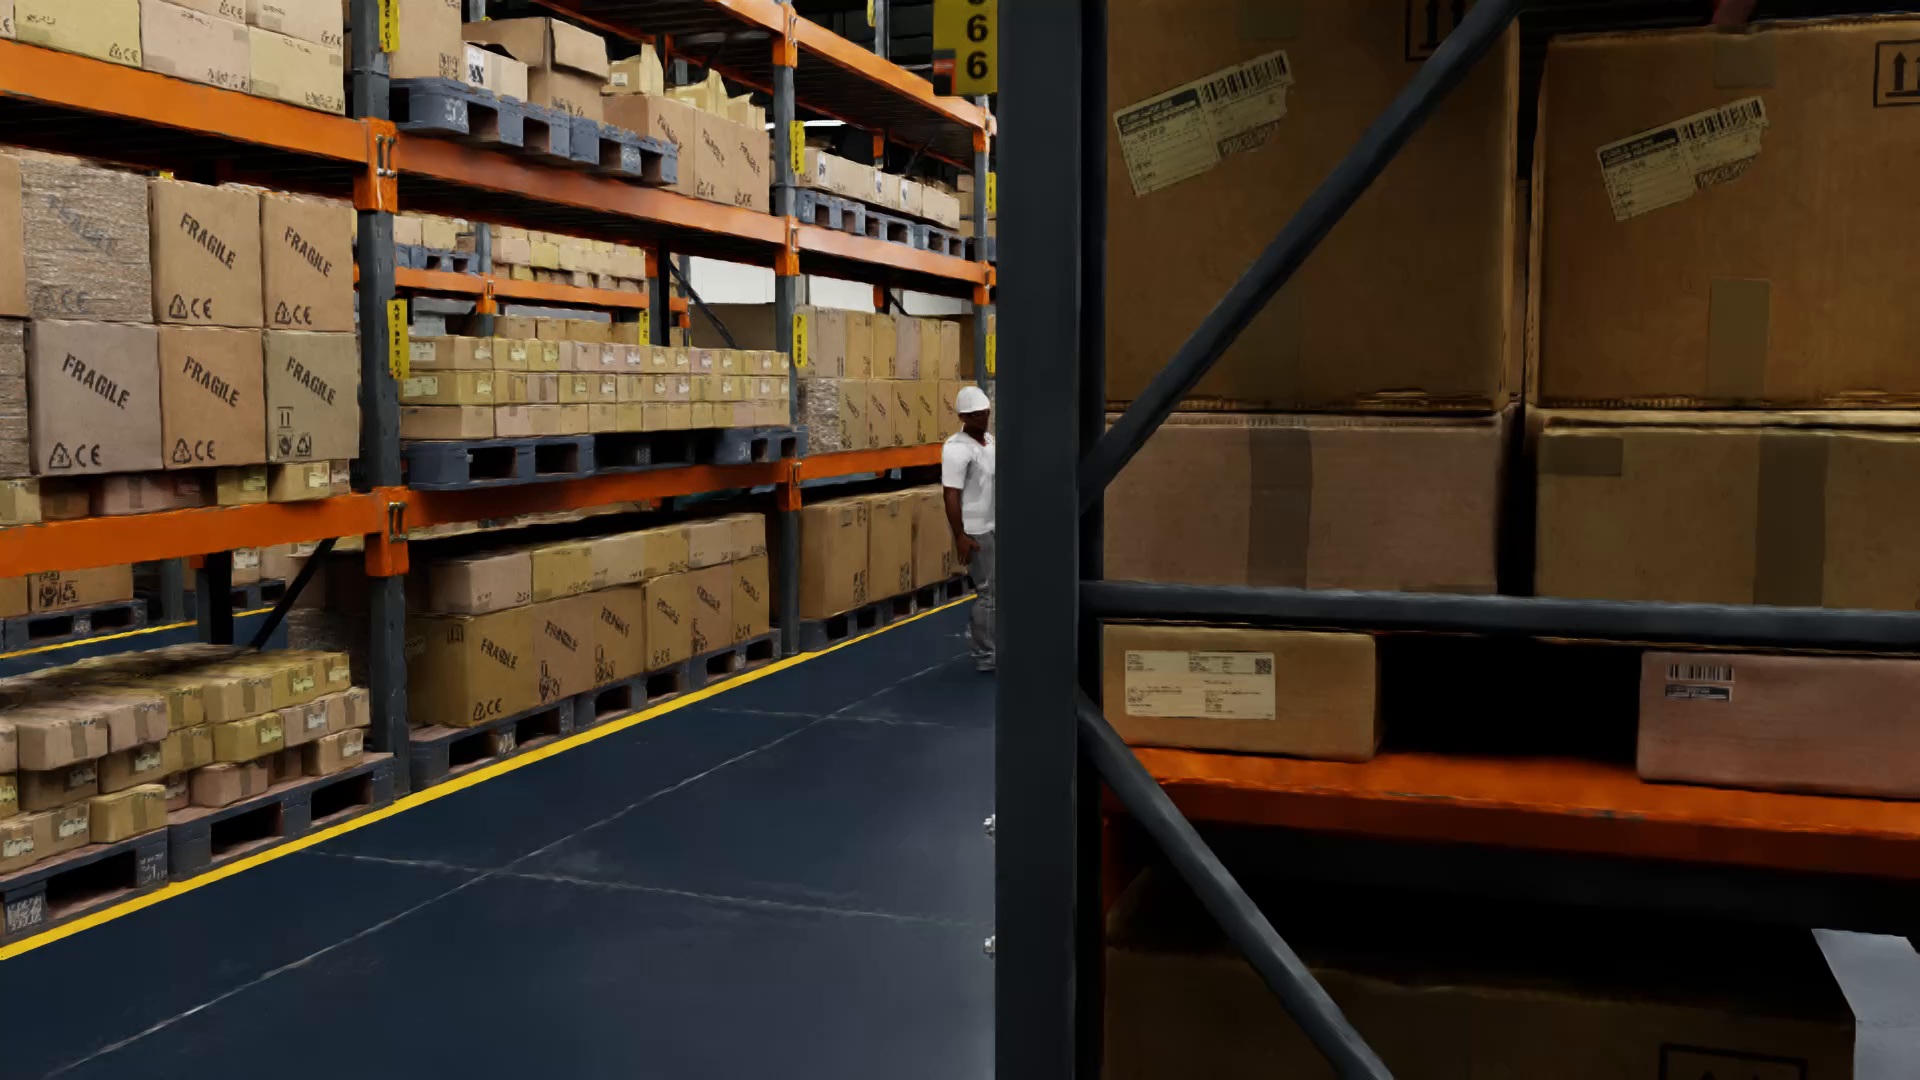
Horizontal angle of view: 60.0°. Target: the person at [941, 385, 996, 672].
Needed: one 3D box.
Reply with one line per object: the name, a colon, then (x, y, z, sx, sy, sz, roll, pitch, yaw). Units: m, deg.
person: (0.162, -0.061, 10.127, 0.434, 1.753, 0.700, 2, 5, 19)
